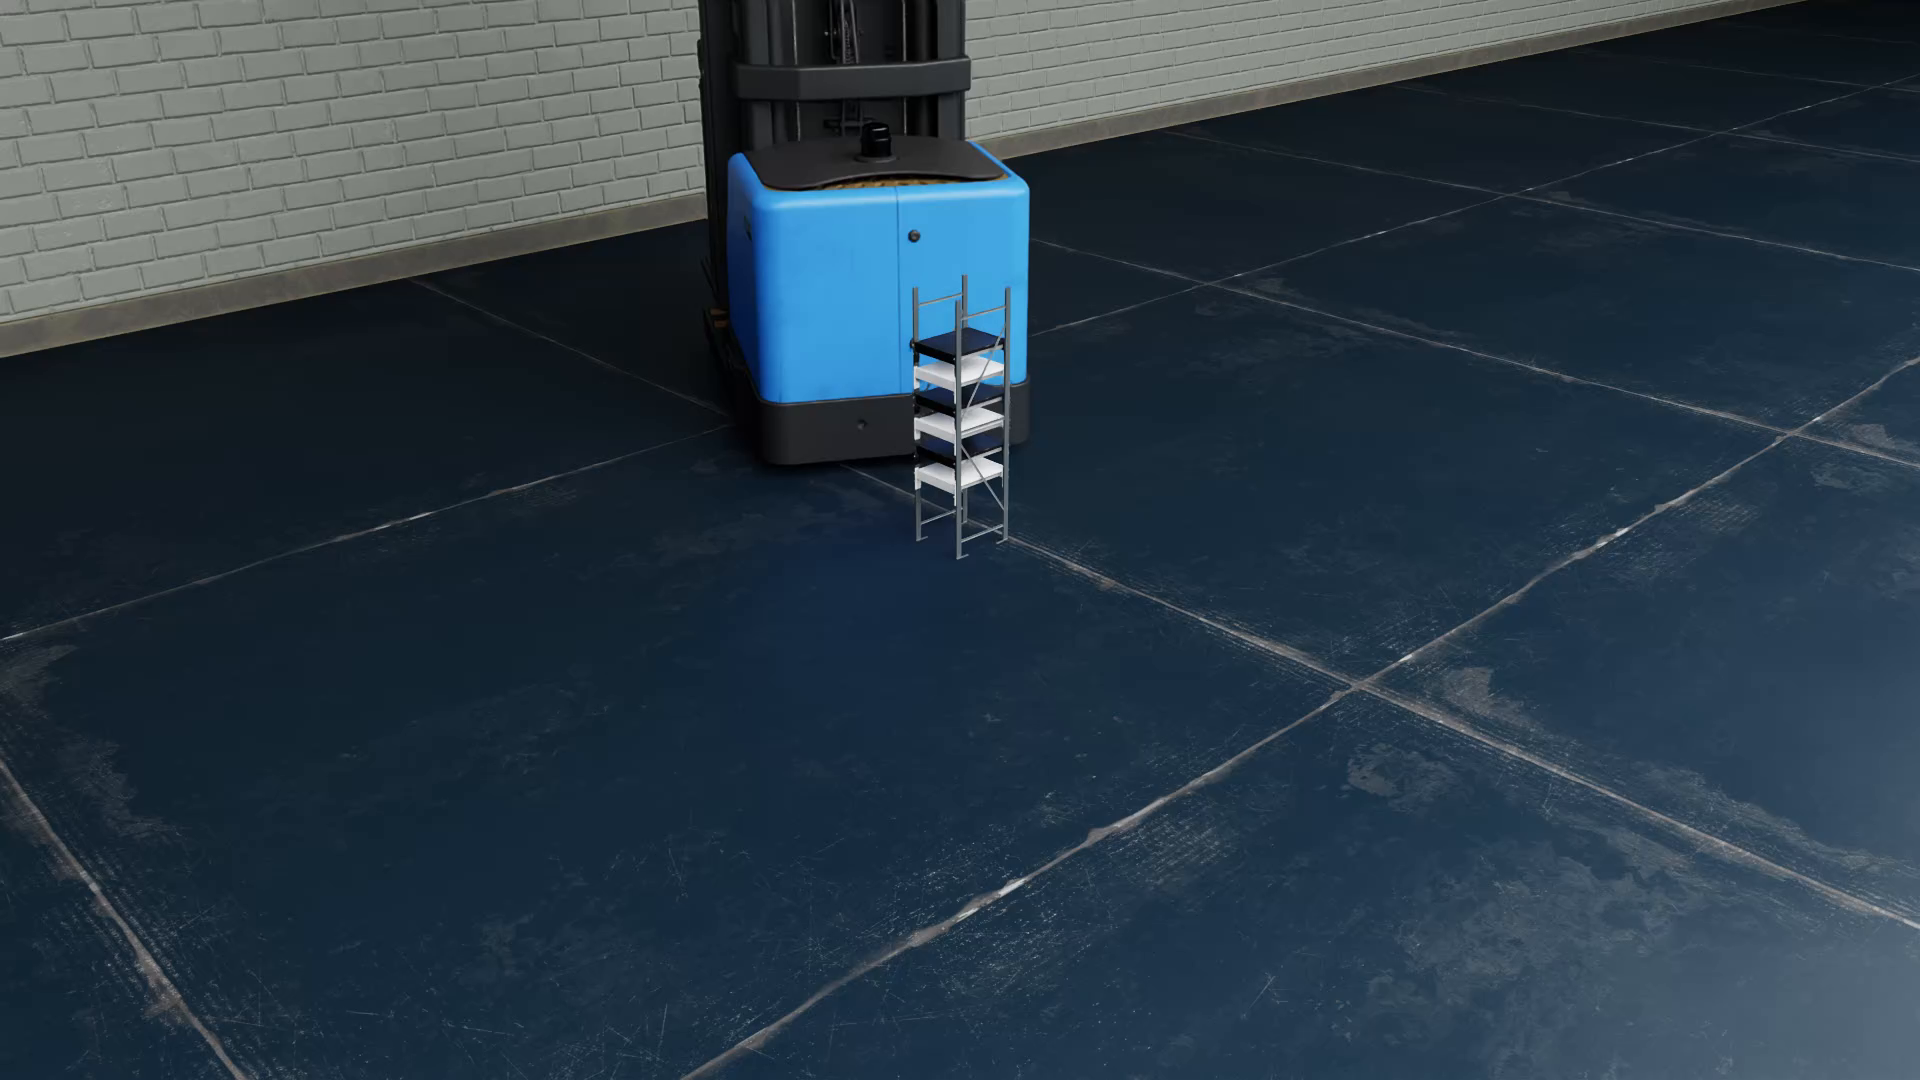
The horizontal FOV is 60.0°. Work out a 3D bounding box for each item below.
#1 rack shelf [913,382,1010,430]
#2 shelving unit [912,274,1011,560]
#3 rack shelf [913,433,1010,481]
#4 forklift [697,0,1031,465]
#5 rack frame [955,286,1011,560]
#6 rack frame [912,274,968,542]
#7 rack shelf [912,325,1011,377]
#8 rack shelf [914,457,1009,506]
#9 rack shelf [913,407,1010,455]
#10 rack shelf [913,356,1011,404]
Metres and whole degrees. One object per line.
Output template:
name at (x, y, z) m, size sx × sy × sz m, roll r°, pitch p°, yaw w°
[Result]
rack shelf at (0.006, -0.459, 5.534) m, size 0.258 × 0.077 × 0.200 m, roll -21°, pitch 32°, yaw -38°
shelving unit at (0.006, -0.407, 5.558) m, size 0.258 × 0.900 × 0.210 m, roll -21°, pitch 32°, yaw -38°
rack shelf at (0.006, -0.295, 5.609) m, size 0.258 × 0.077 × 0.200 m, roll -21°, pitch 32°, yaw -38°
forklift at (-0.577, -2.199, 7.039) m, size 1.130 × 2.935 × 3.031 m, roll -6°, pitch 25°, yaw -12°
rack frame at (0.075, -0.376, 5.490) m, size 0.240 × 0.900 × 0.006 m, roll -21°, pitch 32°, yaw -38°
rack frame at (-0.064, -0.438, 5.625) m, size 0.240 × 0.900 × 0.006 m, roll -21°, pitch 32°, yaw -38°
rack shelf at (0.006, -0.622, 5.460) m, size 0.258 × 0.077 × 0.200 m, roll -21°, pitch 32°, yaw -38°
rack shelf at (0.006, -0.213, 5.646) m, size 0.258 × 0.077 × 0.200 m, roll -21°, pitch 32°, yaw -38°
rack shelf at (0.006, -0.377, 5.572) m, size 0.258 × 0.077 × 0.200 m, roll -21°, pitch 32°, yaw -38°
rack shelf at (0.006, -0.540, 5.497) m, size 0.258 × 0.077 × 0.200 m, roll -21°, pitch 32°, yaw -38°
